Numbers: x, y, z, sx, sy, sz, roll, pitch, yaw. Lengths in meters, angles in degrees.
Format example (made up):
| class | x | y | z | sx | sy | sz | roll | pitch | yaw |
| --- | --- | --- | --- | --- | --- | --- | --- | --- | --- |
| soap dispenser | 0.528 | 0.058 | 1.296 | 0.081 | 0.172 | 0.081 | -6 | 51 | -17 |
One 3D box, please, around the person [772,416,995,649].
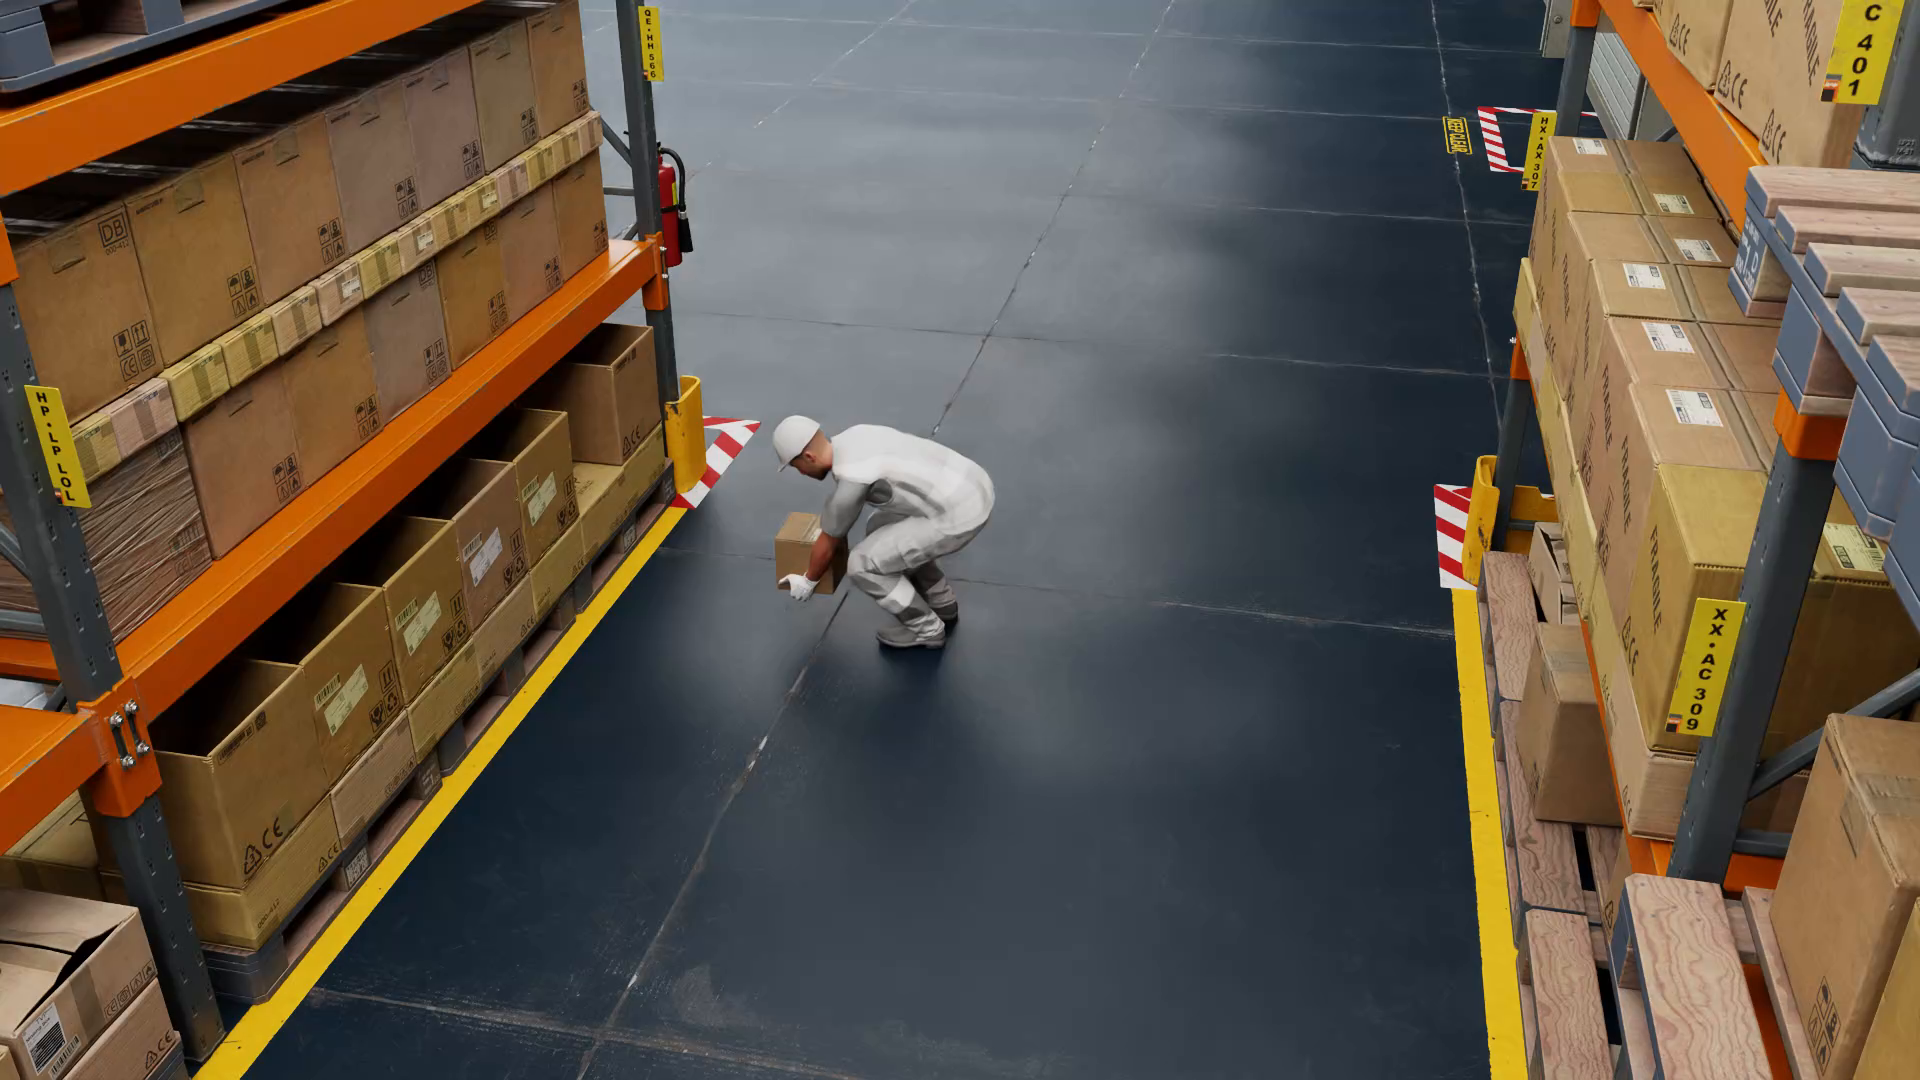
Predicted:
| class | x | y | z | sx | sy | sz | roll | pitch | yaw |
| --- | --- | --- | --- | --- | --- | --- | --- | --- | --- |
| person | -0.316 | -0.058 | 7.049 | 0.921 | 0.988 | 0.532 | 5 | 29 | 9 |
